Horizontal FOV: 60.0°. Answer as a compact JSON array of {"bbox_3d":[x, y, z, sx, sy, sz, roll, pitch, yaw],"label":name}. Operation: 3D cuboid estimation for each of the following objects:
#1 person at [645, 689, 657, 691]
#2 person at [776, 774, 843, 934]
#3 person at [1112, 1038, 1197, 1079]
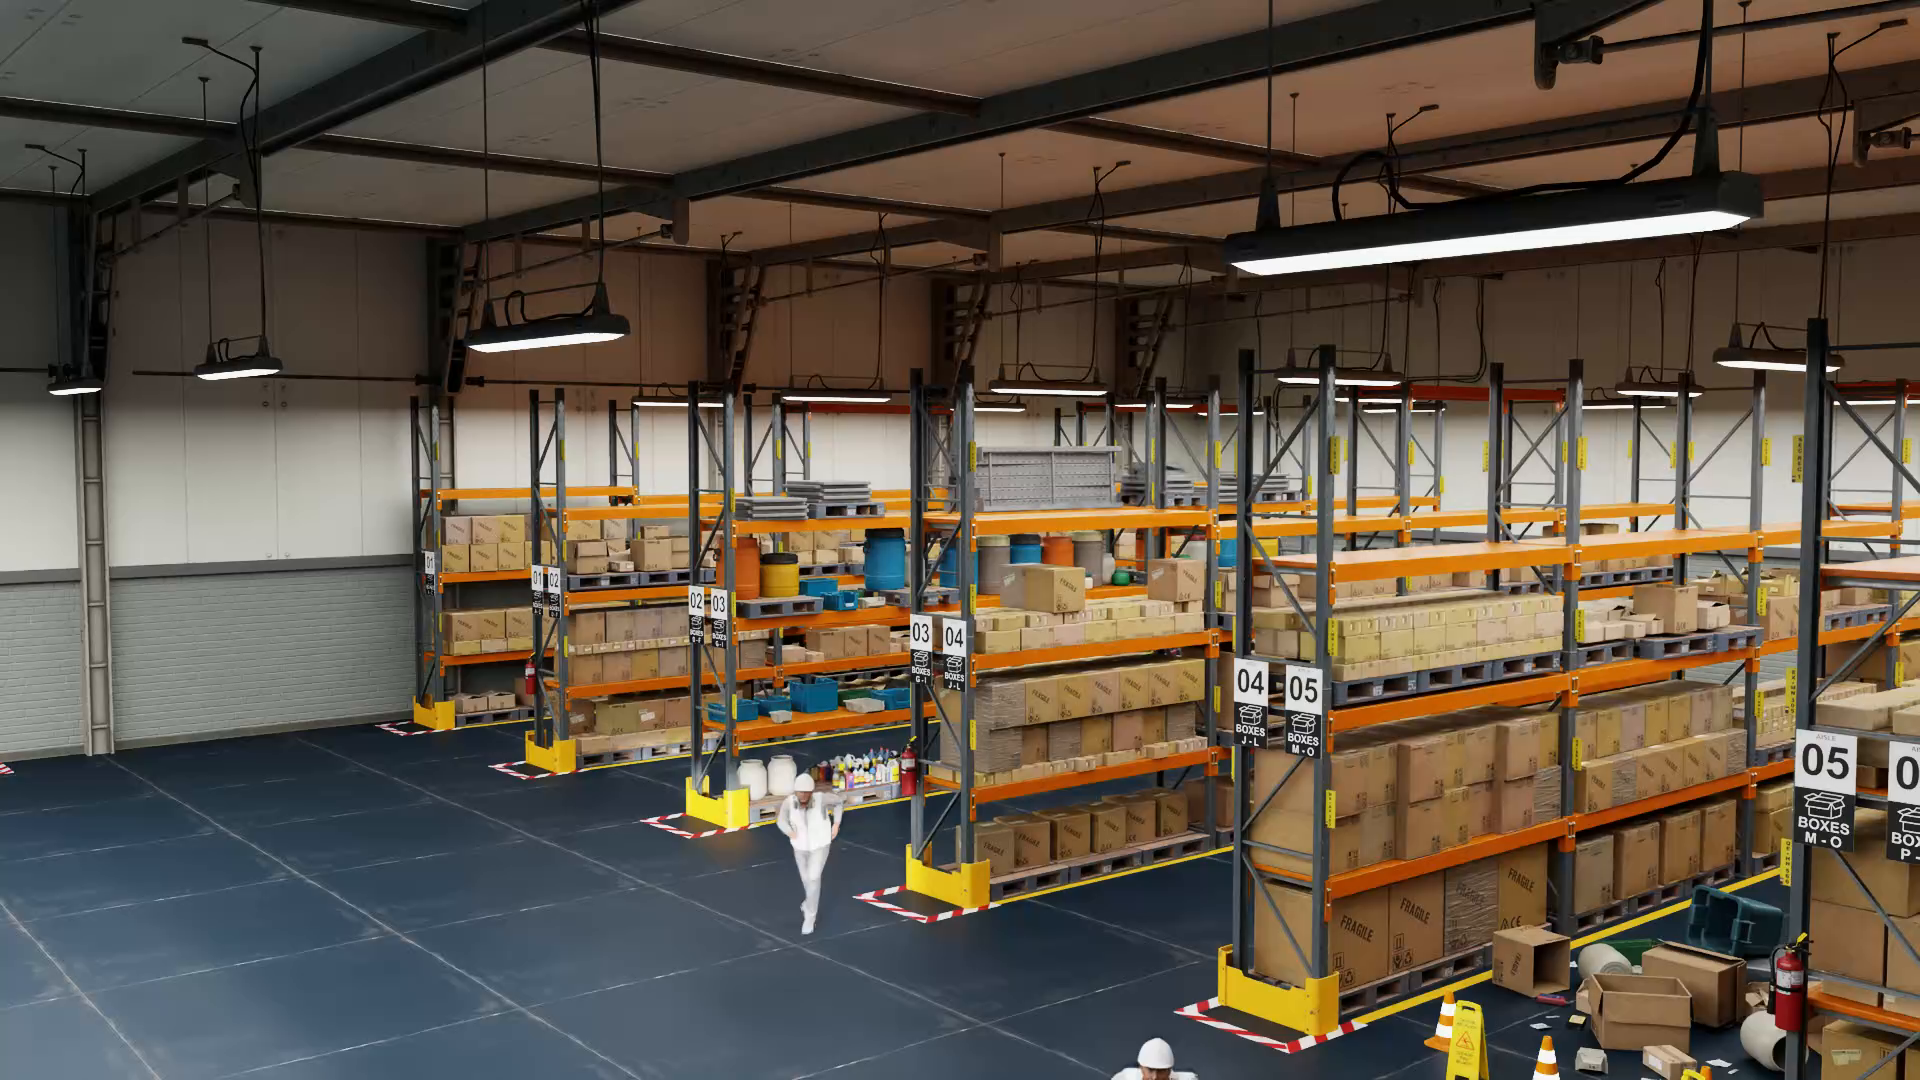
[{"bbox_3d":[-5.540,2.583,29.823,0.560,1.653,0.879,3,4,40],"label":"person"},{"bbox_3d":[-1.593,3.298,17.814,0.700,1.733,1.028,0,3,3],"label":"person"},{"bbox_3d":[1.196,3.742,9.972,0.680,1.713,0.871,0,3,8],"label":"person"}]
